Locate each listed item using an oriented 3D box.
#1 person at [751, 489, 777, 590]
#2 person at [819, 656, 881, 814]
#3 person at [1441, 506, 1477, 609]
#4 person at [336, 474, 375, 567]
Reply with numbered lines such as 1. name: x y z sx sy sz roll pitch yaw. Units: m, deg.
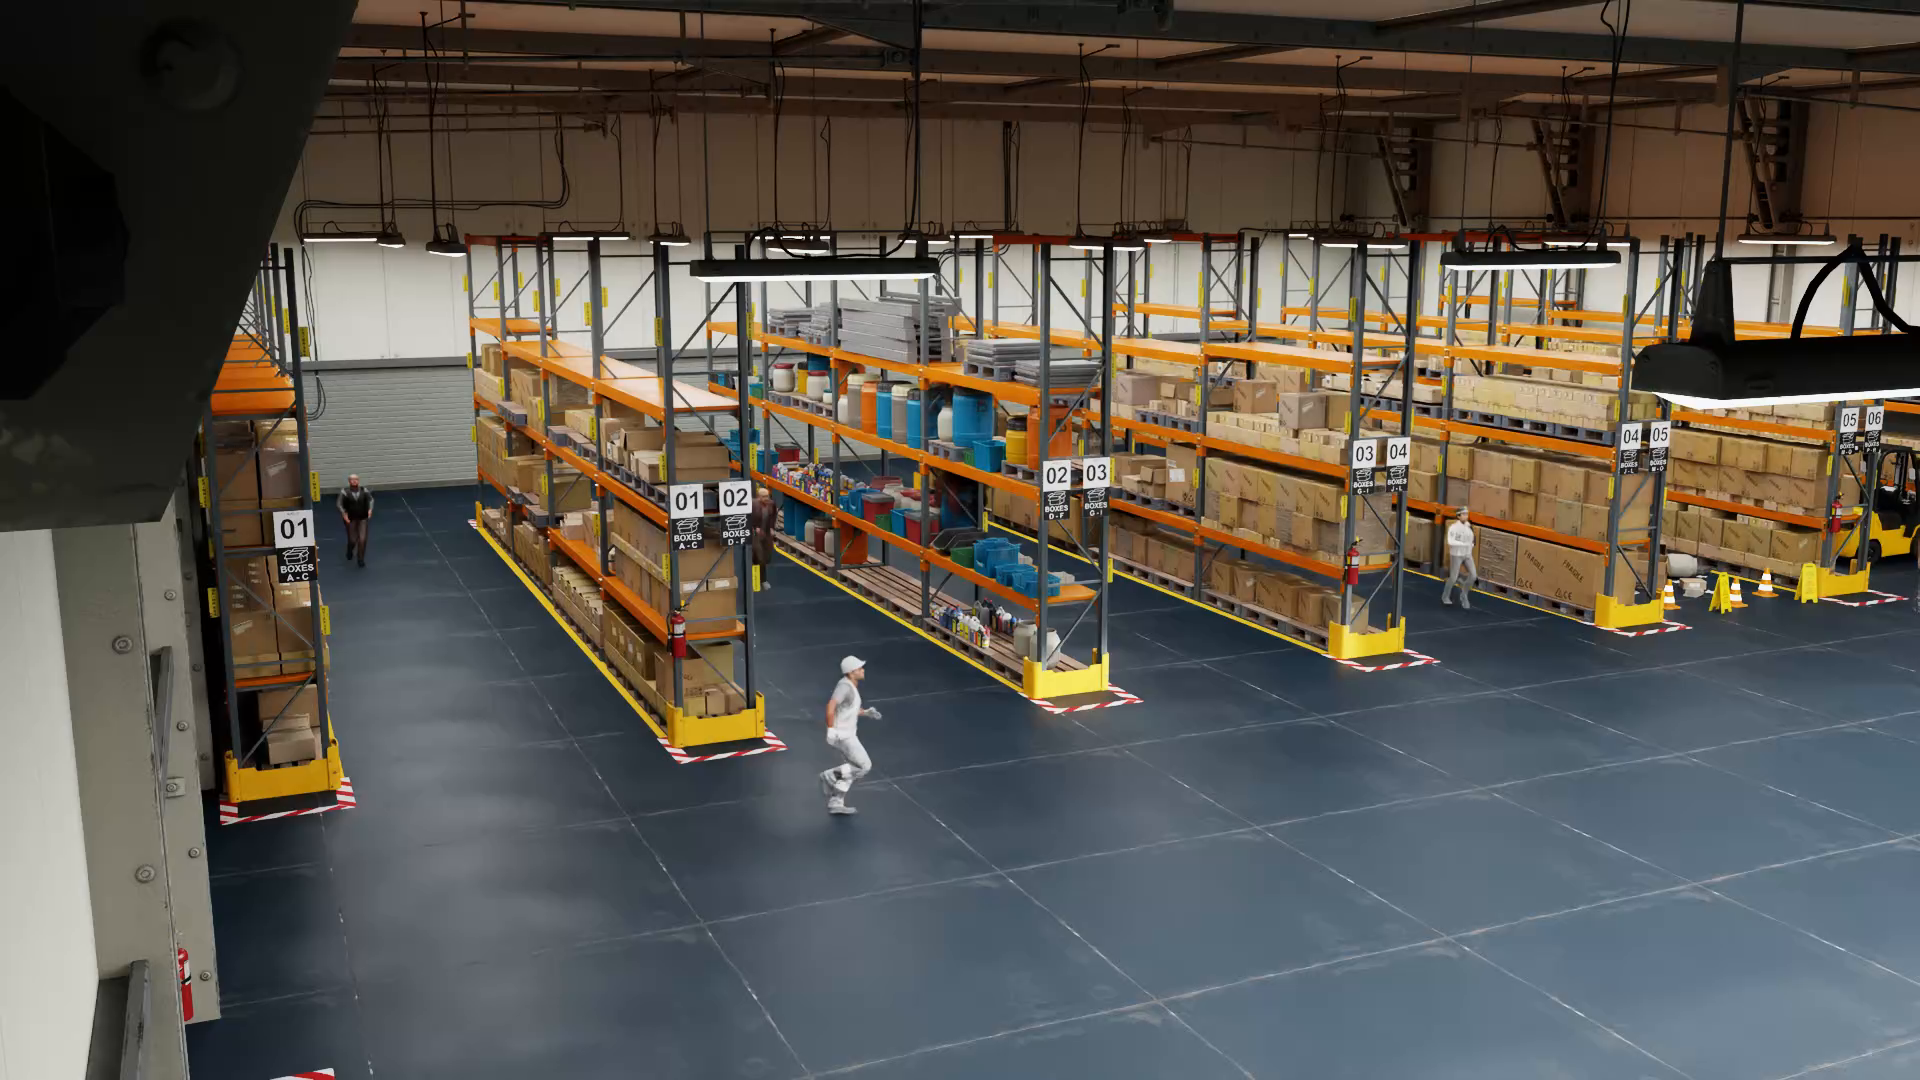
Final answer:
1. person: -3.334 -0.045 27.499 0.704 1.700 0.798 -6 12 -28
2. person: -1.171 2.097 17.815 0.654 1.728 0.709 0 11 0
3. person: 8.203 0.285 27.233 0.640 1.735 0.698 -5 12 -23
4. person: -11.136 -0.379 30.689 0.682 1.702 0.605 -6 13 -30
